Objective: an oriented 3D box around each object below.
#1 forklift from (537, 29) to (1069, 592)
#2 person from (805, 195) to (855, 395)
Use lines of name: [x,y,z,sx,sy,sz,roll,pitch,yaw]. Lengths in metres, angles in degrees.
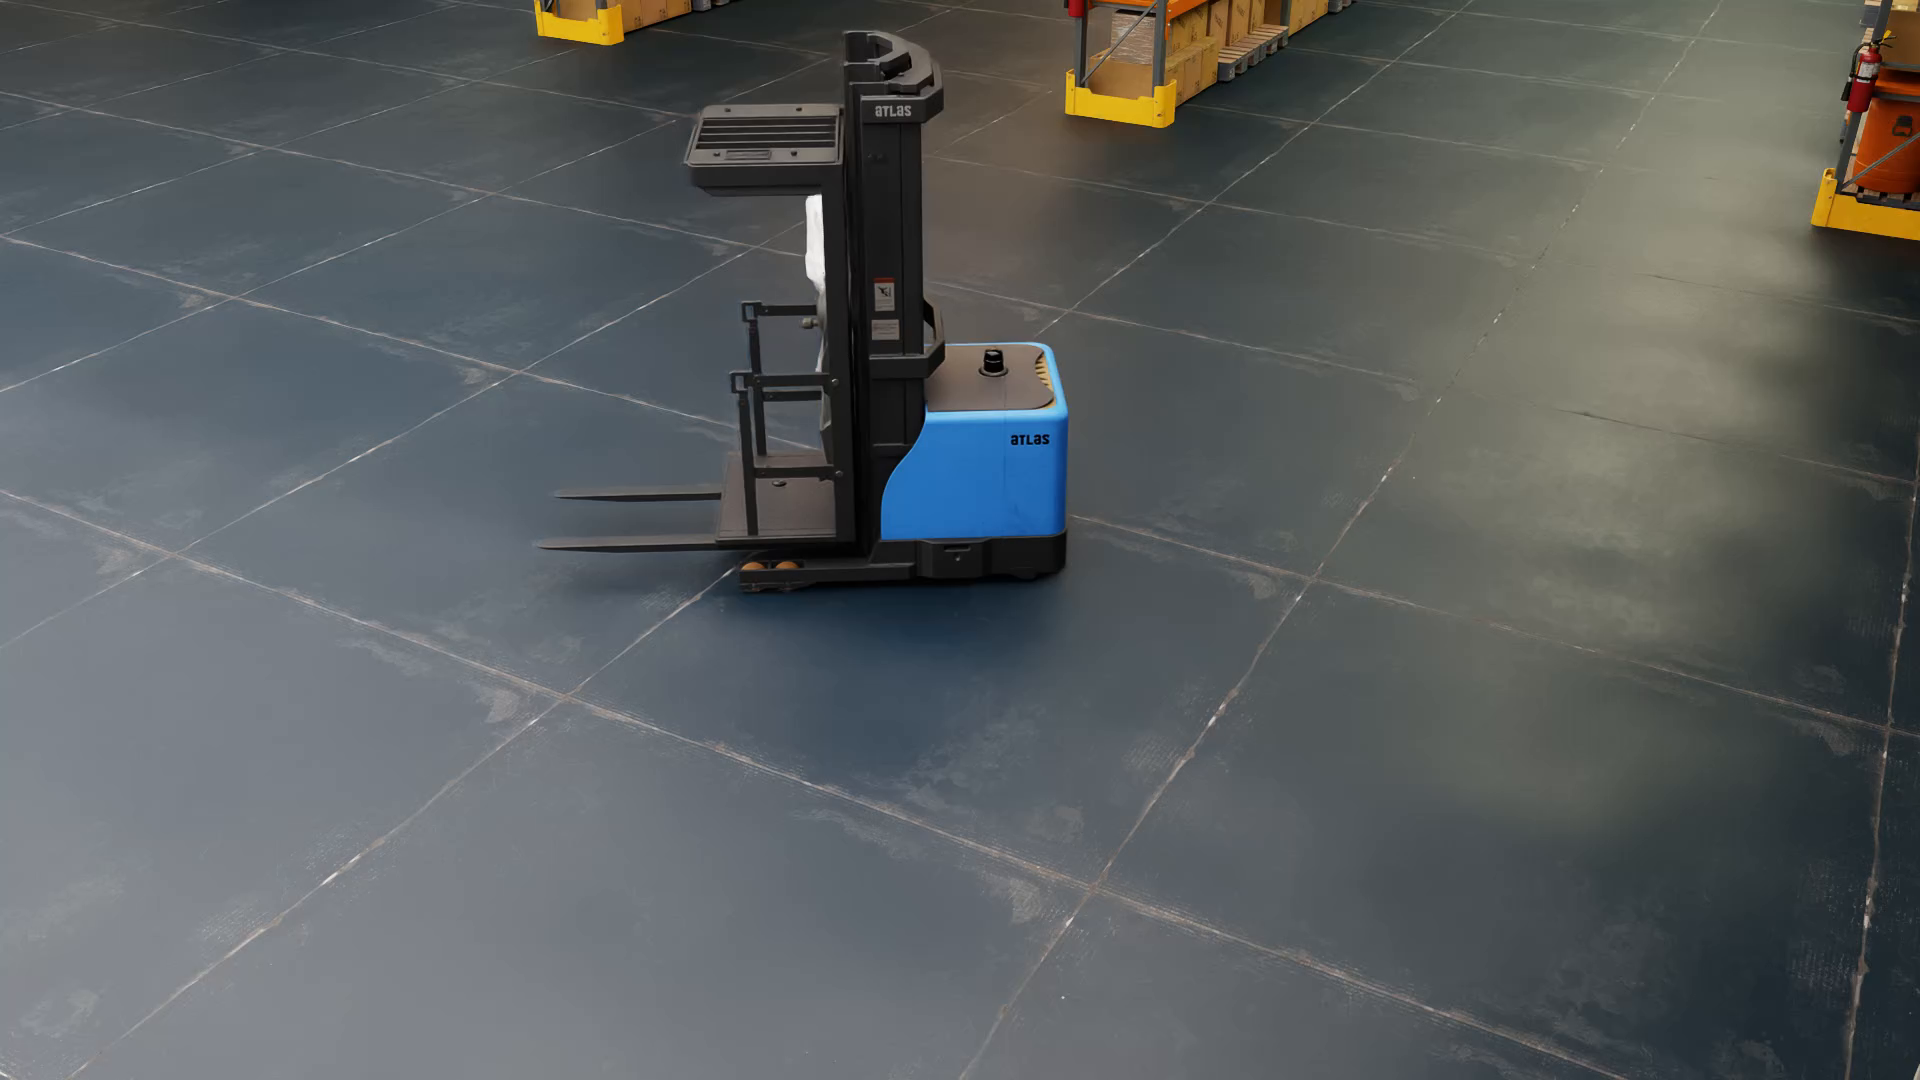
forklift: [-0.924,-1.245,9.228,3.031,2.935,1.130,-2,30,-3]
person: [-0.807,-1.870,11.523,0.510,1.727,0.778,-12,32,-20]
